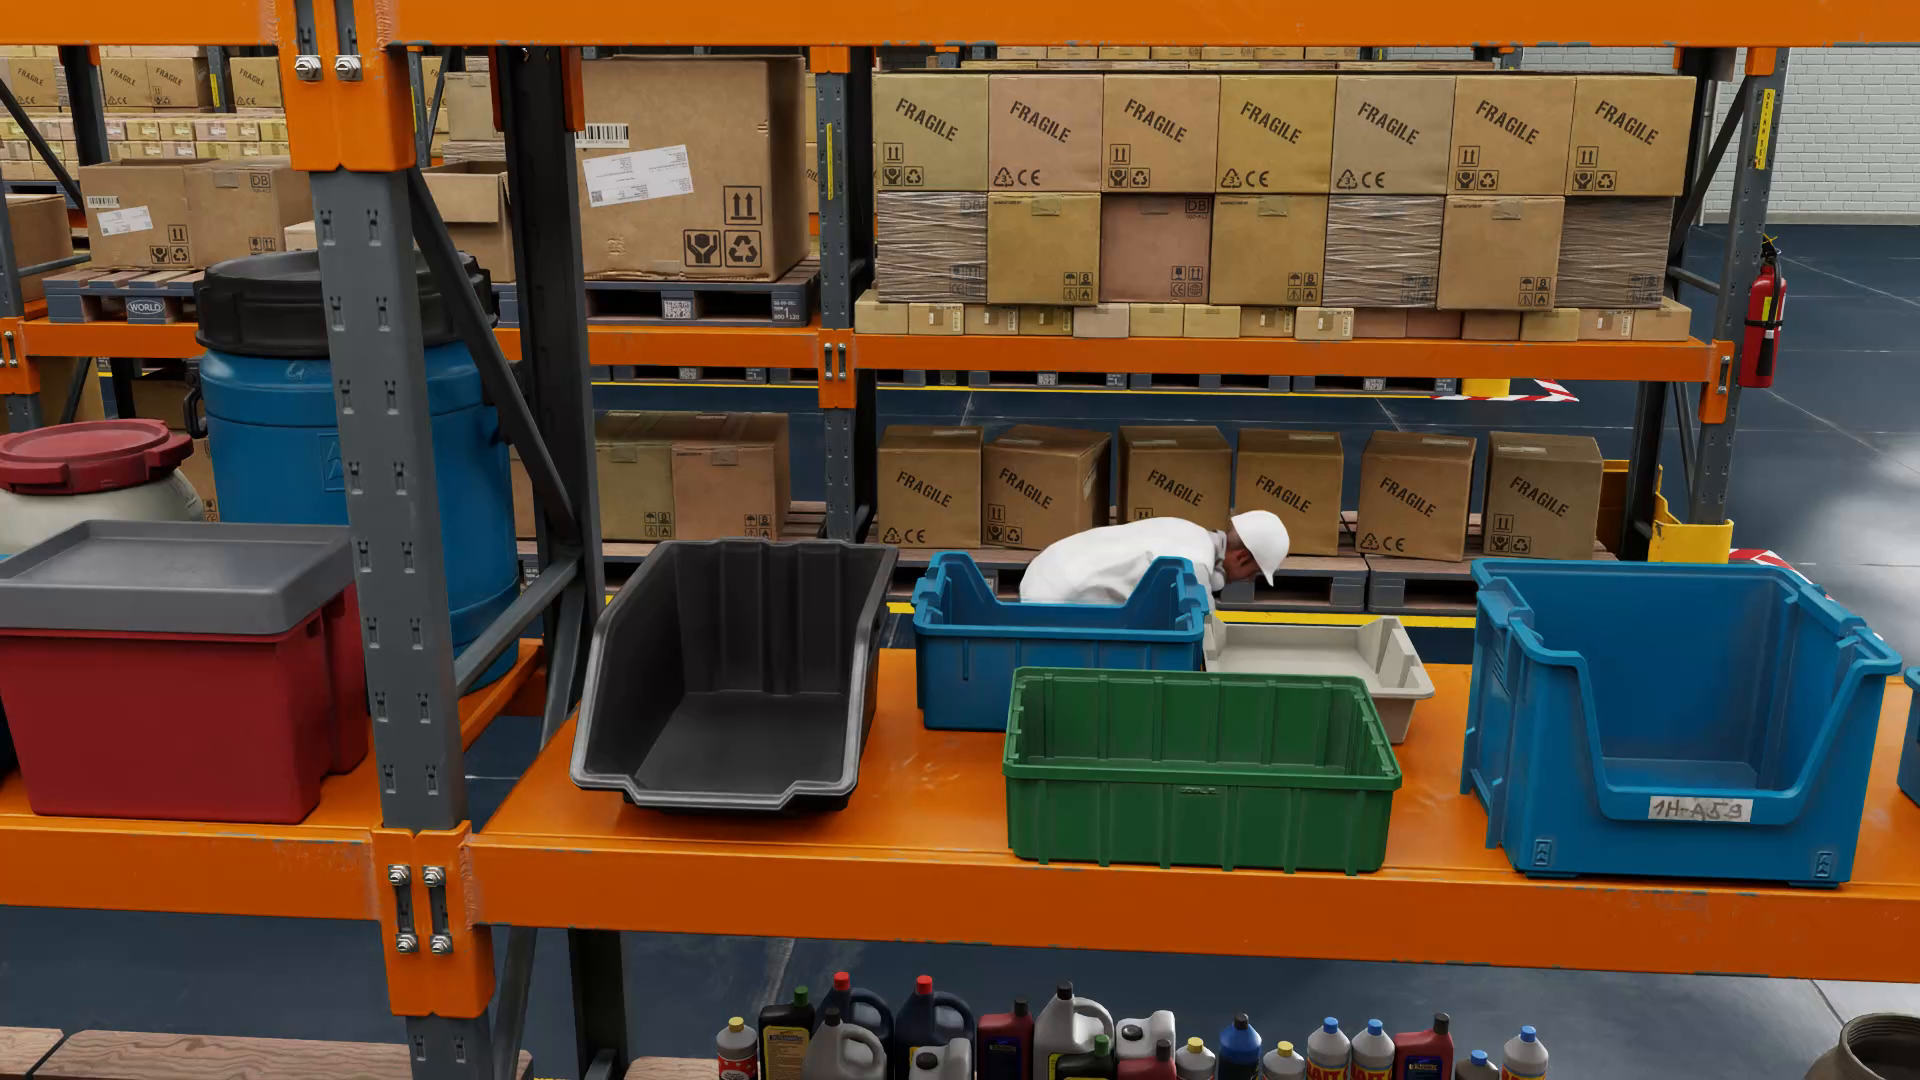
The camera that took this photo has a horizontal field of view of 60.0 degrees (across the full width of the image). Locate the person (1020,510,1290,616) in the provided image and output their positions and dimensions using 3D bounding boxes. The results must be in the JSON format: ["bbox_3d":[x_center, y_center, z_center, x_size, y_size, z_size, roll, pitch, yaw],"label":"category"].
[{"bbox_3d":[0.706,0.369,6.147,0.975,0.987,0.513,1,17,2],"label":"person"}]
